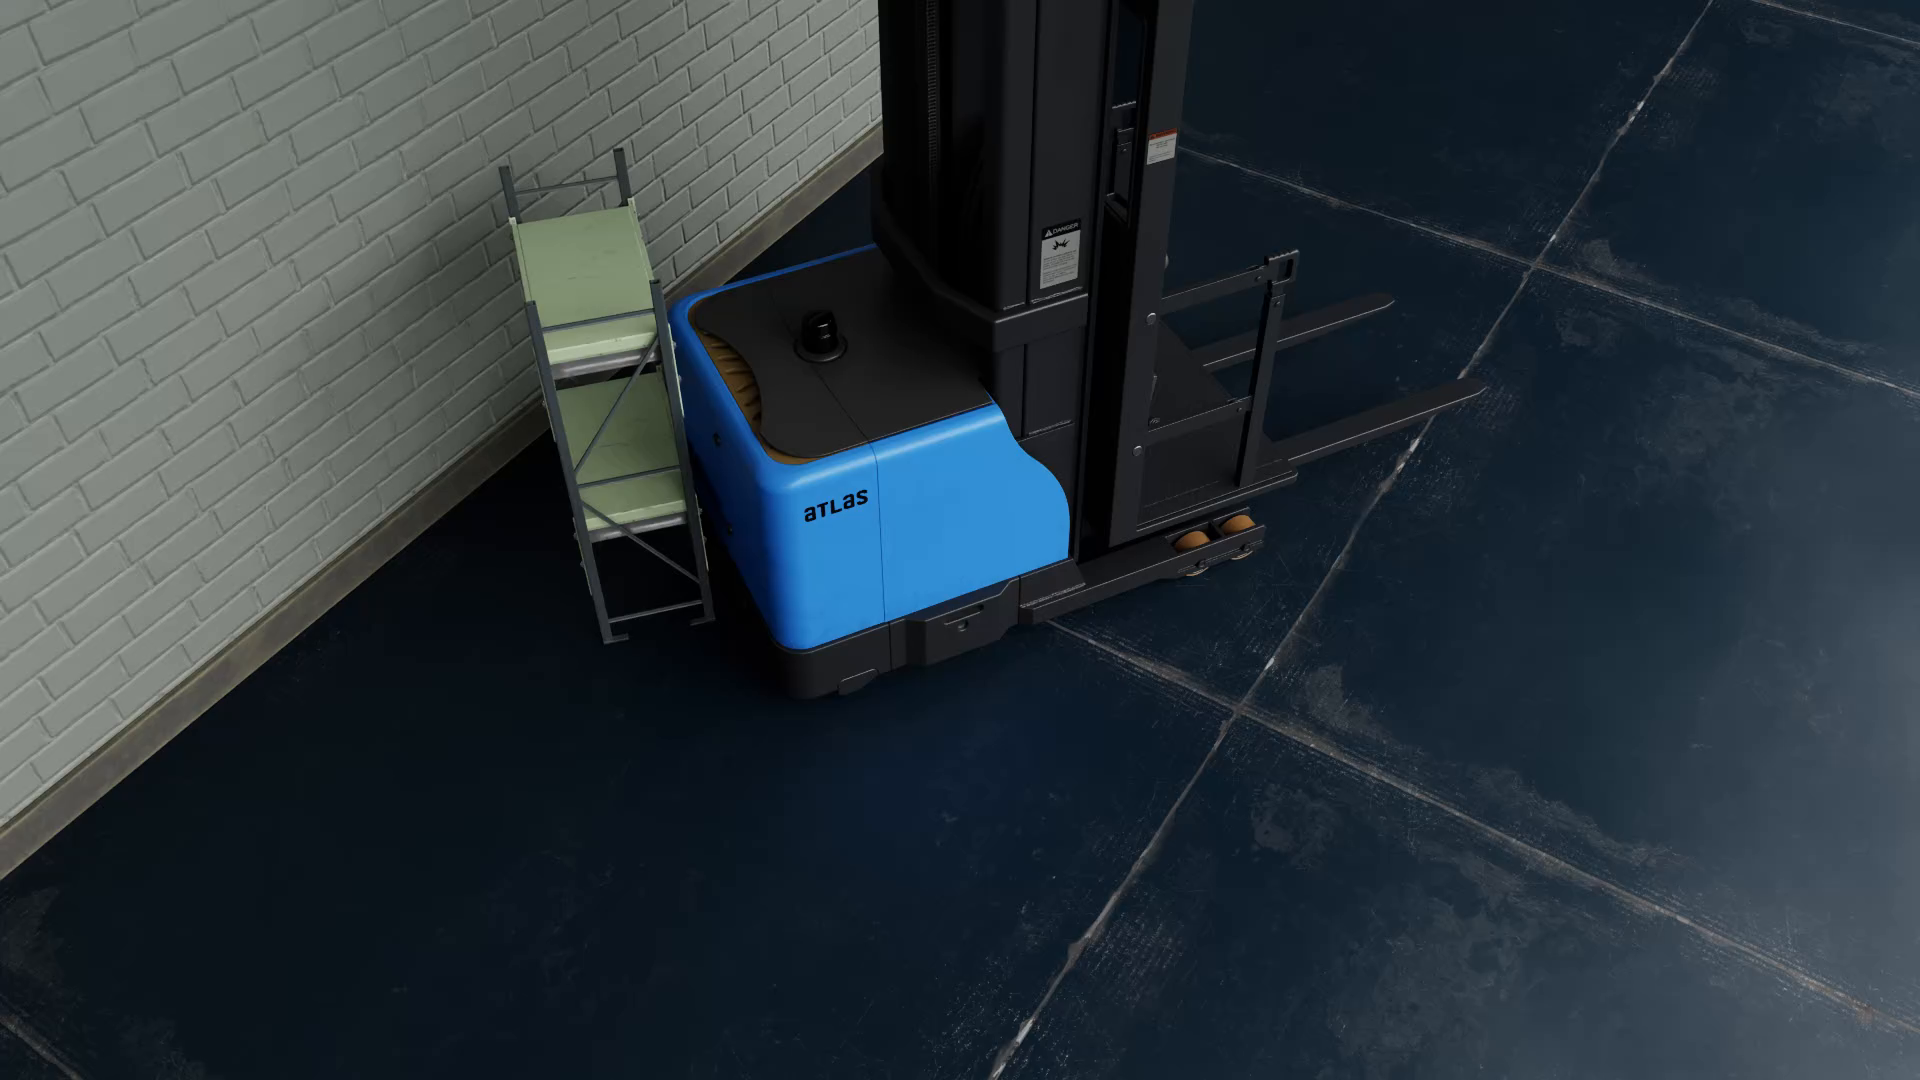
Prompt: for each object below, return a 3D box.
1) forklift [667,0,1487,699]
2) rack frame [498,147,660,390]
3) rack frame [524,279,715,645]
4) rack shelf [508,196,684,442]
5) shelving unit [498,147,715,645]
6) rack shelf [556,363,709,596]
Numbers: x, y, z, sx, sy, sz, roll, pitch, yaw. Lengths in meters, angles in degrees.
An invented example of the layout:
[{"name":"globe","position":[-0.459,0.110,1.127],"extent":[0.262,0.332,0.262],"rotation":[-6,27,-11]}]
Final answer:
[{"name":"forklift","position":[0.562,-1.214,5.386],"extent":[3.031,2.935,1.130],"rotation":[-19,49,-18]},{"name":"rack frame","position":[-1.282,-0.704,5.888],"extent":[0.400,1.500,0.023],"rotation":[-12,47,-11]},{"name":"rack frame","position":[-1.073,-0.201,5.399],"extent":[0.400,1.500,0.023],"rotation":[-12,47,-11]},{"name":"rack shelf","position":[-1.177,-0.724,5.364],"extent":[0.431,0.370,0.720],"rotation":[-12,47,-11]},{"name":"shelving unit","position":[-1.177,-0.452,5.644],"extent":[0.431,1.500,0.755],"rotation":[-12,47,-11]},{"name":"rack shelf","position":[-1.177,-0.225,5.878],"extent":[0.431,0.370,0.720],"rotation":[-12,47,-11]}]
